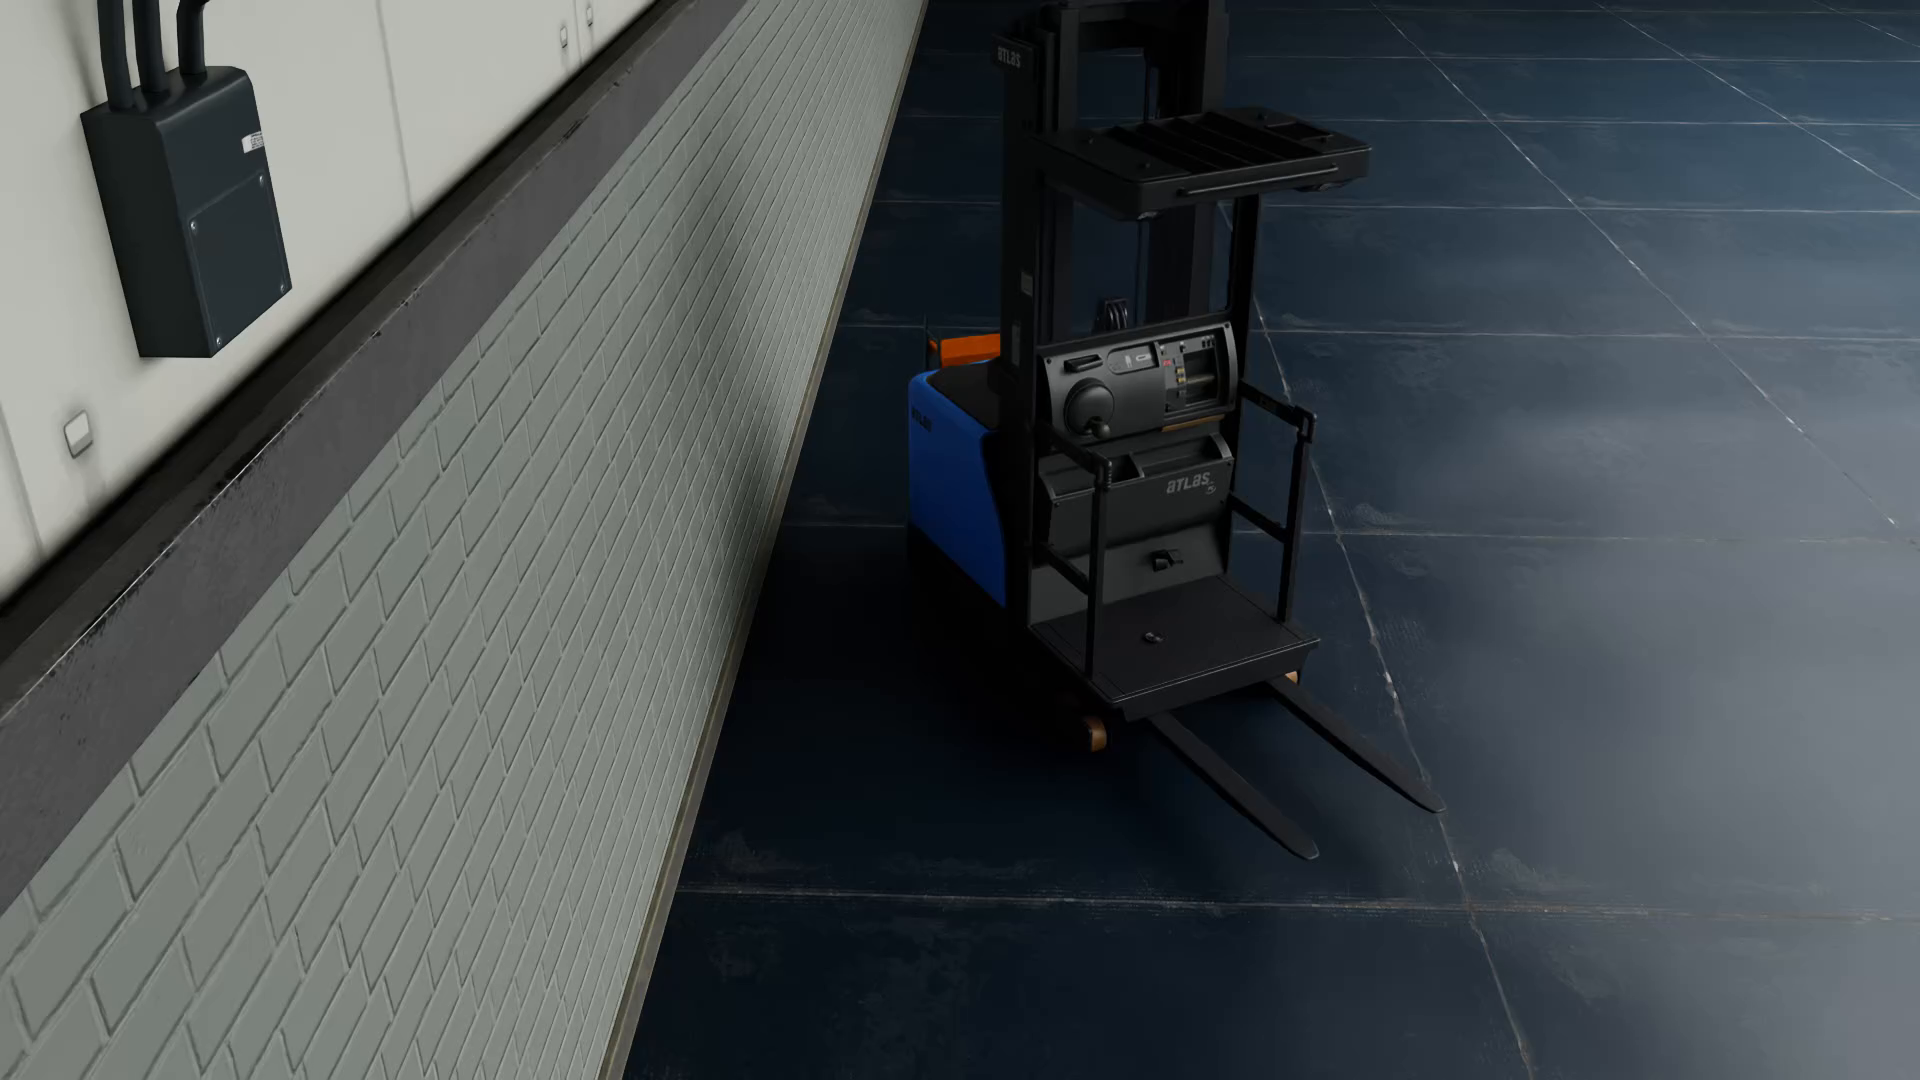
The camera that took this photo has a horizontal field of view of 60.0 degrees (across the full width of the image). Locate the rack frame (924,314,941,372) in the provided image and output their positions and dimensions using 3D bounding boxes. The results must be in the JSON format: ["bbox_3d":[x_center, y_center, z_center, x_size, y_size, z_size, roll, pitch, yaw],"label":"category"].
[{"bbox_3d":[-0.135,-0.544,8.494,0.015,1.200,0.240,-9,29,-16],"label":"rack frame"}]

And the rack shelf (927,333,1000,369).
[{"bbox_3d":[0.097,-0.926,8.376,0.480,0.148,0.258,-9,29,-16],"label":"rack shelf"}]

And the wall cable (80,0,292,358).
[{"bbox_3d":[-1.083,-3.456,2.030,0.169,6.003,2.305,1,28,2],"label":"wall cable"}]

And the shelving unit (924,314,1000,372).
[{"bbox_3d":[0.097,-0.578,8.560,0.503,1.200,0.258,-9,29,-16],"label":"shelving unit"}]

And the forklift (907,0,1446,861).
[{"bbox_3d":[0.864,-0.631,6.811,1.130,2.935,3.031,-14,31,-24],"label":"forklift"}]
